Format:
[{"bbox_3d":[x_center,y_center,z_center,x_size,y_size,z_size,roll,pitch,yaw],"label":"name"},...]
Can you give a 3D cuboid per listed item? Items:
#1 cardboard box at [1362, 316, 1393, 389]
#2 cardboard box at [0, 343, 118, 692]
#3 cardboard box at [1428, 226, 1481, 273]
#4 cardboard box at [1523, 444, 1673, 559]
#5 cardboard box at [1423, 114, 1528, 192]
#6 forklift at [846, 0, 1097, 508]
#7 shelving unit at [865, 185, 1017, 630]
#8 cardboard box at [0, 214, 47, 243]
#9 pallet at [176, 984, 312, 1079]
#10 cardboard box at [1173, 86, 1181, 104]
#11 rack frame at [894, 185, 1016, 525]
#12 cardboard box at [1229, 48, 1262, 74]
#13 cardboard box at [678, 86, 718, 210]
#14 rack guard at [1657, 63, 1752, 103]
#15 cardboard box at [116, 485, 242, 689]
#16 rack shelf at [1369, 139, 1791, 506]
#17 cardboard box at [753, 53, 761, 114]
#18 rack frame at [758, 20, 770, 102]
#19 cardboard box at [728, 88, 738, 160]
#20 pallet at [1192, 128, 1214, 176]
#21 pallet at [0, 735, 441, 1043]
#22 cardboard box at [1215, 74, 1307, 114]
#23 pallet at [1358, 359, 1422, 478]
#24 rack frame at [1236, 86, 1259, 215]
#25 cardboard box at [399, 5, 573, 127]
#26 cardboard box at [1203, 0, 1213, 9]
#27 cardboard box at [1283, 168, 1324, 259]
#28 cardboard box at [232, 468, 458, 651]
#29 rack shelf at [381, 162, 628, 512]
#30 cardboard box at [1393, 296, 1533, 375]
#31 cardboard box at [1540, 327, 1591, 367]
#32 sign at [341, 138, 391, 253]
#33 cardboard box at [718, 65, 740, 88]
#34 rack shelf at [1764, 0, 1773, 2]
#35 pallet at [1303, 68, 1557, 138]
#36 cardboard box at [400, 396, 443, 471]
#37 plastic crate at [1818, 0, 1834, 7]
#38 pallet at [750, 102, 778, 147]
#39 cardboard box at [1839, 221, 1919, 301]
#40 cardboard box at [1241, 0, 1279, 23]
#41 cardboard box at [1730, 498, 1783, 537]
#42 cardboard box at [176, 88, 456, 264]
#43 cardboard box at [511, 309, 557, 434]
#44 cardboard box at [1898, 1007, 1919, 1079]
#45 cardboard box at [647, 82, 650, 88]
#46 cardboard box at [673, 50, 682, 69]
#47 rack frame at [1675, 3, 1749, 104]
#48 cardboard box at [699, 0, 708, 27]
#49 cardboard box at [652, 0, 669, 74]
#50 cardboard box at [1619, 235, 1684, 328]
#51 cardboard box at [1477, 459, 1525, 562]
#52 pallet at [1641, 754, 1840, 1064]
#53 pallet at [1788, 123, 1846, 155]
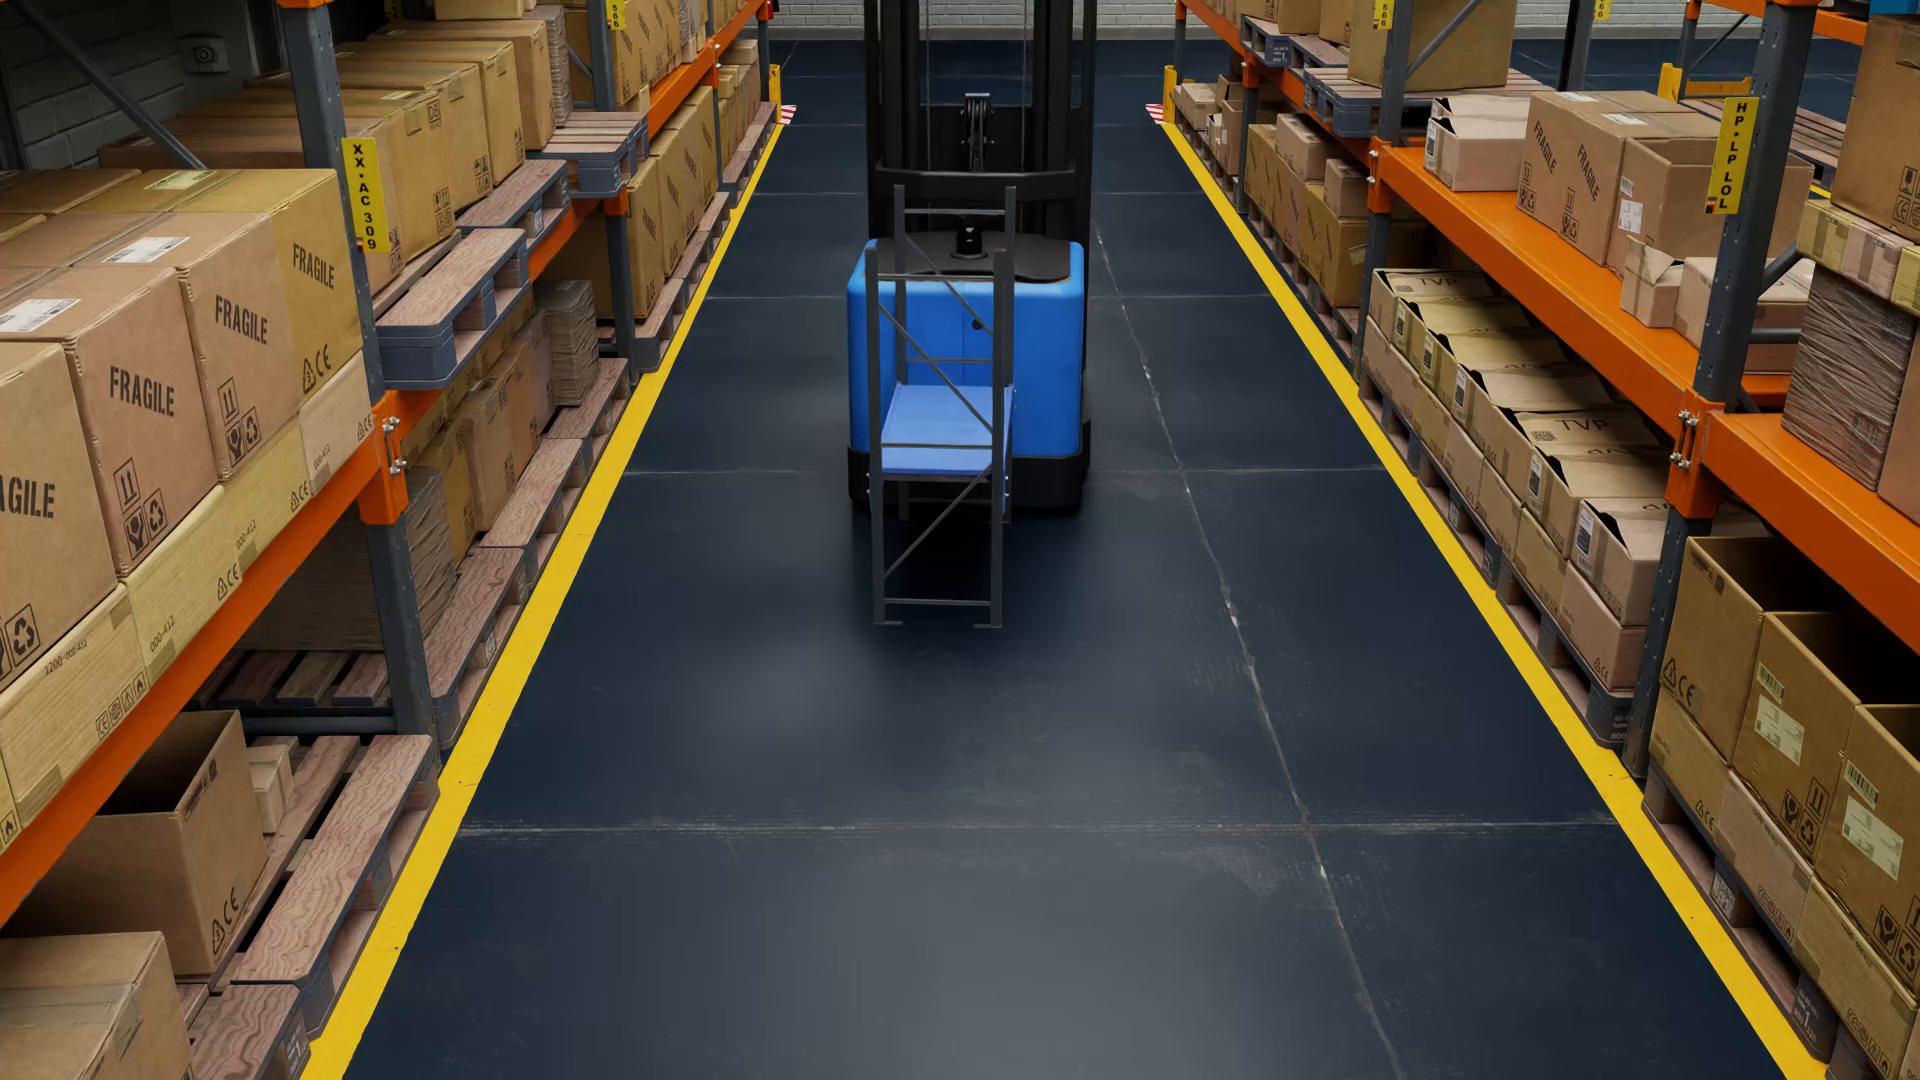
[{"bbox_3d":[2.393,-0.968,8.576,0.500,0.250,0.500,0,24,-1],"label":"cardboard box"},{"bbox_3d":[-1.902,-0.036,2.937,0.500,0.500,0.500,0,24,1],"label":"cardboard box"},{"bbox_3d":[2.962,-1.497,9.419,0.500,0.500,0.500,1,24,2],"label":"cardboard box"},{"bbox_3d":[2.422,-0.172,6.137,0.500,0.311,0.500,0,24,1],"label":"cardboard box"},{"bbox_3d":[2.497,-1.836,7.778,0.500,0.311,0.500,-1,24,-1],"label":"cardboard box"},{"bbox_3d":[0.112,-2.046,8.218,1.130,2.935,3.031,2,24,3],"label":"forklift"},{"bbox_3d":[-0.054,-0.556,6.660,0.538,1.500,1.048,2,24,3],"label":"shelving unit"},{"bbox_3d":[-2.431,-0.449,3.850,0.500,0.500,0.500,0,24,-1],"label":"cardboard box"},{"bbox_3d":[-2.170,1.477,3.728,1.003,0.211,1.213,0,24,-1],"label":"pallet"},{"bbox_3d":[2.255,-4.270,15.977,0.380,0.149,0.250,0,24,-1],"label":"cardboard box"},{"bbox_3d":[-0.022,-0.765,7.122,0.500,1.500,0.032,2,24,3],"label":"rack frame"},{"bbox_3d":[2.846,-4.381,15.797,0.500,0.500,0.500,0,24,-1],"label":"cardboard box"},{"bbox_3d":[-2.179,-2.815,11.934,0.750,0.750,0.750,0,24,0],"label":"cardboard box"},{"bbox_3d":[7.534,-4.434,16.448,1.175,0.500,0.348,0,24,-1],"label":"rack guard"},{"bbox_3d":[-1.902,0.091,3.566,0.500,0.250,0.500,0,24,-1],"label":"cardboard box"},{"bbox_3d":[2.703,-1.094,6.903,1.077,0.370,4.000,0,24,-1],"label":"rack shelf"},{"bbox_3d":[-2.252,-4.283,15.604,0.700,0.500,0.500,0,24,-1],"label":"cardboard box"},{"bbox_3d":[-2.360,-5.519,15.813,1.000,3.000,0.127,0,24,-1],"label":"rack frame"},{"bbox_3d":[-2.224,-3.439,13.737,0.700,0.500,0.500,0,24,-1],"label":"cardboard box"},{"bbox_3d":[2.615,-3.411,14.536,1.003,0.211,1.213,0,24,-1],"label":"pallet"},{"bbox_3d":[-2.186,0.973,4.843,1.003,0.211,1.213,0,24,-1],"label":"pallet"},{"bbox_3d":[2.612,-3.732,14.356,0.797,0.503,0.637,0,24,-1],"label":"cardboard box"},{"bbox_3d":[2.651,-0.636,8.401,1.003,0.211,1.213,0,24,-1],"label":"pallet"},{"bbox_3d":[2.637,-3.894,12.221,1.000,3.000,0.127,0,24,-1],"label":"rack frame"},{"bbox_3d":[-2.257,-2.275,7.984,0.700,0.500,0.500,-3,25,-7],"label":"cardboard box"},{"bbox_3d":[2.352,-4.779,14.055,0.500,0.500,0.500,0,24,0],"label":"cardboard box"},{"bbox_3d":[2.419,-2.122,10.800,0.500,0.500,0.500,-1,24,-3],"label":"cardboard box"},{"bbox_3d":[-2.253,0.061,5.974,0.700,0.500,0.500,1,24,1],"label":"cardboard box"},{"bbox_3d":[-2.251,-1.071,6.850,1.077,0.370,4.000,0,24,-1],"label":"rack shelf"},{"bbox_3d":[2.407,-1.007,7.982,0.500,0.311,0.500,-1,24,-2],"label":"cardboard box"},{"bbox_3d":[2.948,-0.803,7.533,0.500,0.311,0.500,0,24,-1],"label":"cardboard box"},{"bbox_3d":[-1.686,-0.974,4.713,0.100,0.325,0.005,0,24,-1],"label":"sign"},{"bbox_3d":[-2.049,-3.884,13.935,0.380,0.149,0.250,-1,24,-2],"label":"cardboard box"},{"bbox_3d":[2.703,-2.461,6.284,1.077,0.370,4.000,0,24,-1],"label":"rack shelf"},{"bbox_3d":[2.603,-2.438,9.233,1.213,0.211,1.003,0,24,-1],"label":"pallet"},{"bbox_3d":[-2.262,-0.462,6.221,0.500,0.250,0.500,-1,24,-2],"label":"cardboard box"},{"bbox_3d":[7.271,-4.539,13.892,0.293,0.136,0.466,0,24,-1],"label":"plastic crate"},{"bbox_3d":[-2.273,-3.919,15.660,1.003,0.211,1.213,0,24,-1],"label":"pallet"},{"bbox_3d":[2.537,-0.724,4.302,0.380,0.149,0.250,0,24,0],"label":"cardboard box"},{"bbox_3d":[2.419,-3.935,11.680,0.700,0.500,0.500,-9,26,-18],"label":"cardboard box"},{"bbox_3d":[2.969,0.037,5.676,0.500,0.311,0.500,0,24,0],"label":"cardboard box"},{"bbox_3d":[-2.199,-1.260,5.742,0.700,0.500,0.500,2,24,5],"label":"cardboard box"},{"bbox_3d":[-2.323,-0.775,7.822,0.700,0.500,0.500,0,24,-1],"label":"cardboard box"},{"bbox_3d":[2.439,1.274,3.620,0.500,0.250,0.500,0,24,-1],"label":"cardboard box"},{"bbox_3d":[-2.086,-2.784,10.046,0.380,0.149,0.250,0,24,0],"label":"cardboard box"},{"bbox_3d":[-2.047,-3.207,10.981,0.380,0.149,0.250,0,24,-1],"label":"cardboard box"},{"bbox_3d":[7.547,-5.563,15.911,1.000,3.000,0.127,0,24,-1],"label":"rack frame"},{"bbox_3d":[-2.059,-3.872,11.664,0.500,0.500,0.500,-1,24,-1],"label":"cardboard box"},{"bbox_3d":[-2.023,-3.034,9.812,0.500,0.500,0.500,0,24,-1],"label":"cardboard box"},{"bbox_3d":[2.531,-0.898,5.759,0.396,0.266,0.258,-1,24,-2],"label":"cardboard box"},{"bbox_3d":[2.420,-0.125,6.714,0.500,0.250,0.500,0,24,1],"label":"cardboard box"},{"bbox_3d":[2.691,1.000,4.782,1.003,0.211,1.213,0,24,-1],"label":"pallet"},{"bbox_3d":[7.527,-3.451,14.625,1.003,0.211,1.213,0,24,-1],"label":"pallet"}]
